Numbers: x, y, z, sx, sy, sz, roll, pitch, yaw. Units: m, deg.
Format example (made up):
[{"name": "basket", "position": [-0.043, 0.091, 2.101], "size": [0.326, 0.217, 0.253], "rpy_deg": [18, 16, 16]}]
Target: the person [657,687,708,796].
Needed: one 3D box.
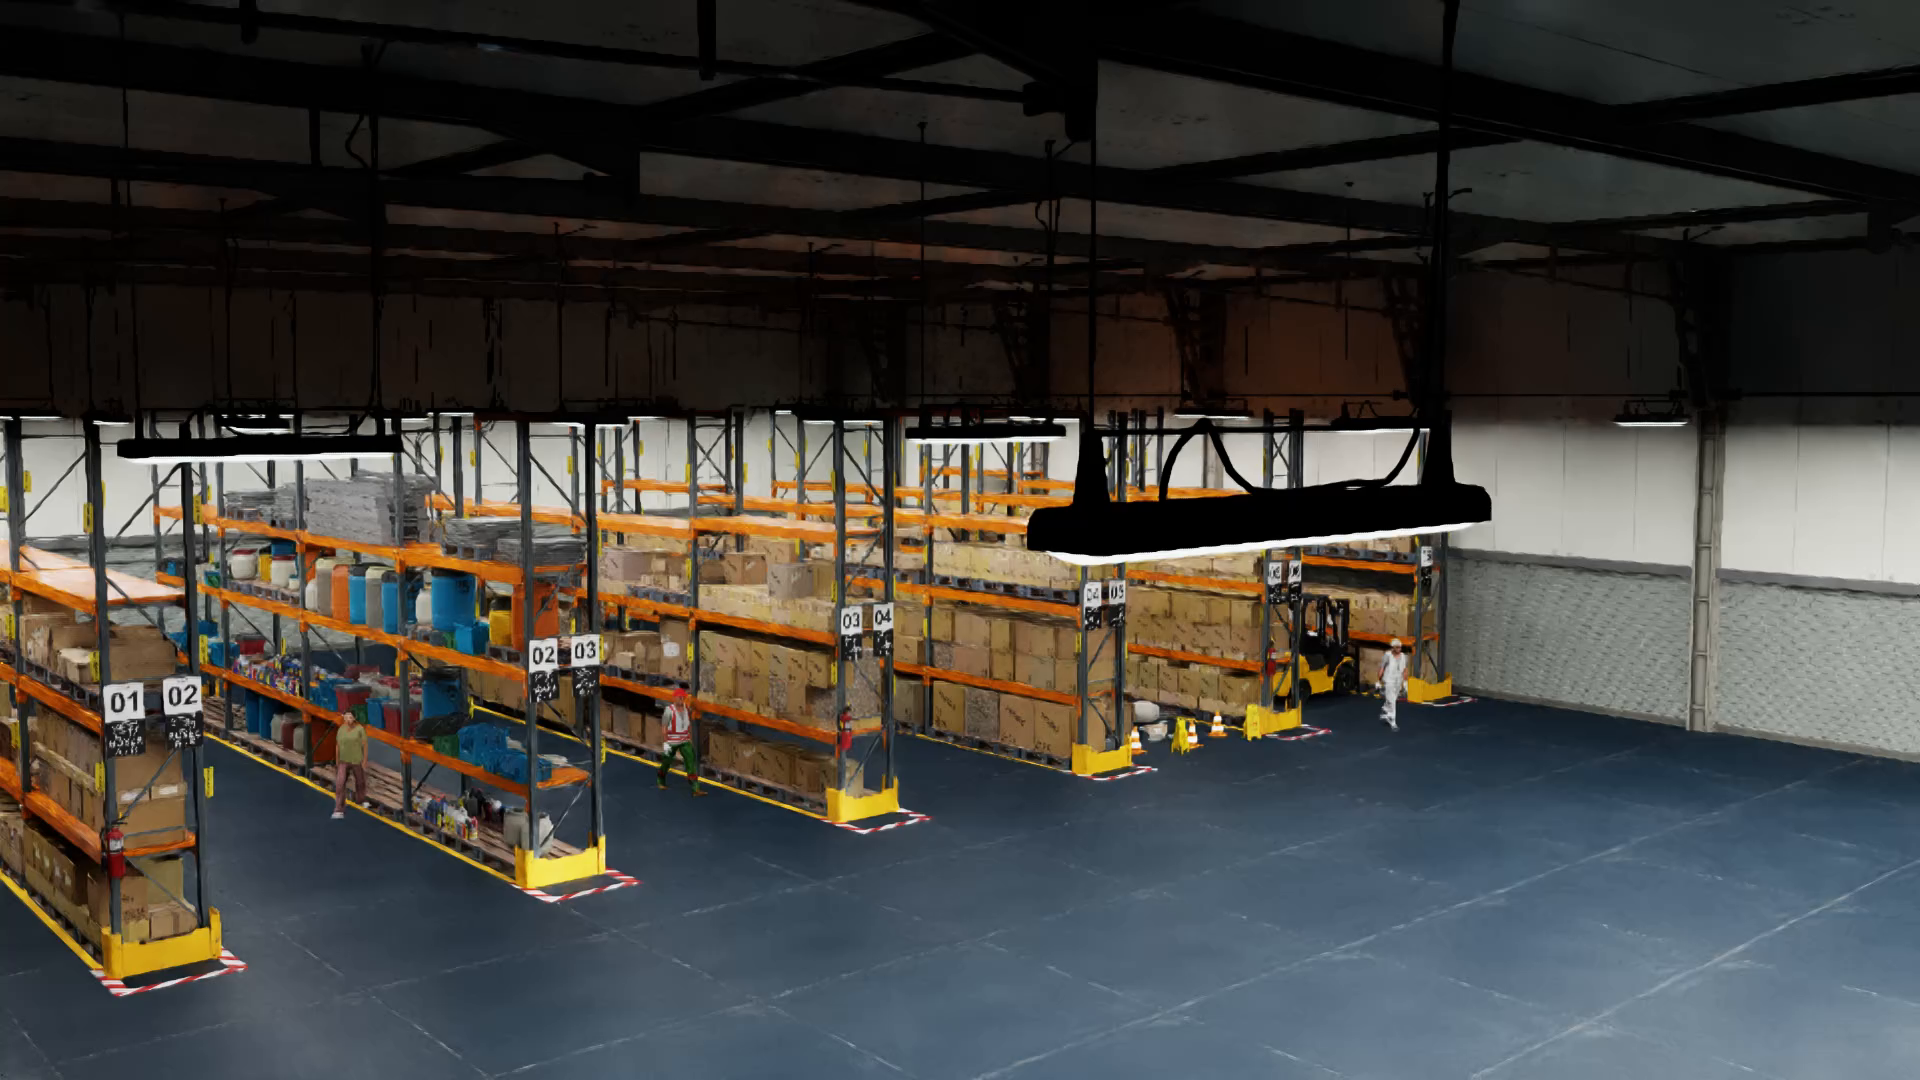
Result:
[{"name": "person", "position": [-4.435, 3.162, 26.210], "size": [0.553, 1.709, 1.123], "rpy_deg": [-4, 6, -39]}]

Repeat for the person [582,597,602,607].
[{"name": "person", "position": [-9.391, 1.746, 42.220], "size": [0.619, 1.772, 0.577], "rpy_deg": [0, 5, -5]}]

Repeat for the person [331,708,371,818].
[{"name": "person", "position": [-9.145, 3.333, 24.970], "size": [0.488, 1.601, 0.937], "rpy_deg": [-1, 5, -12]}]

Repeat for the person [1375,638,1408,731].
[{"name": "person", "position": [8.211, 2.706, 31.542], "size": [0.594, 1.739, 0.986], "rpy_deg": [-2, 5, -20]}]
